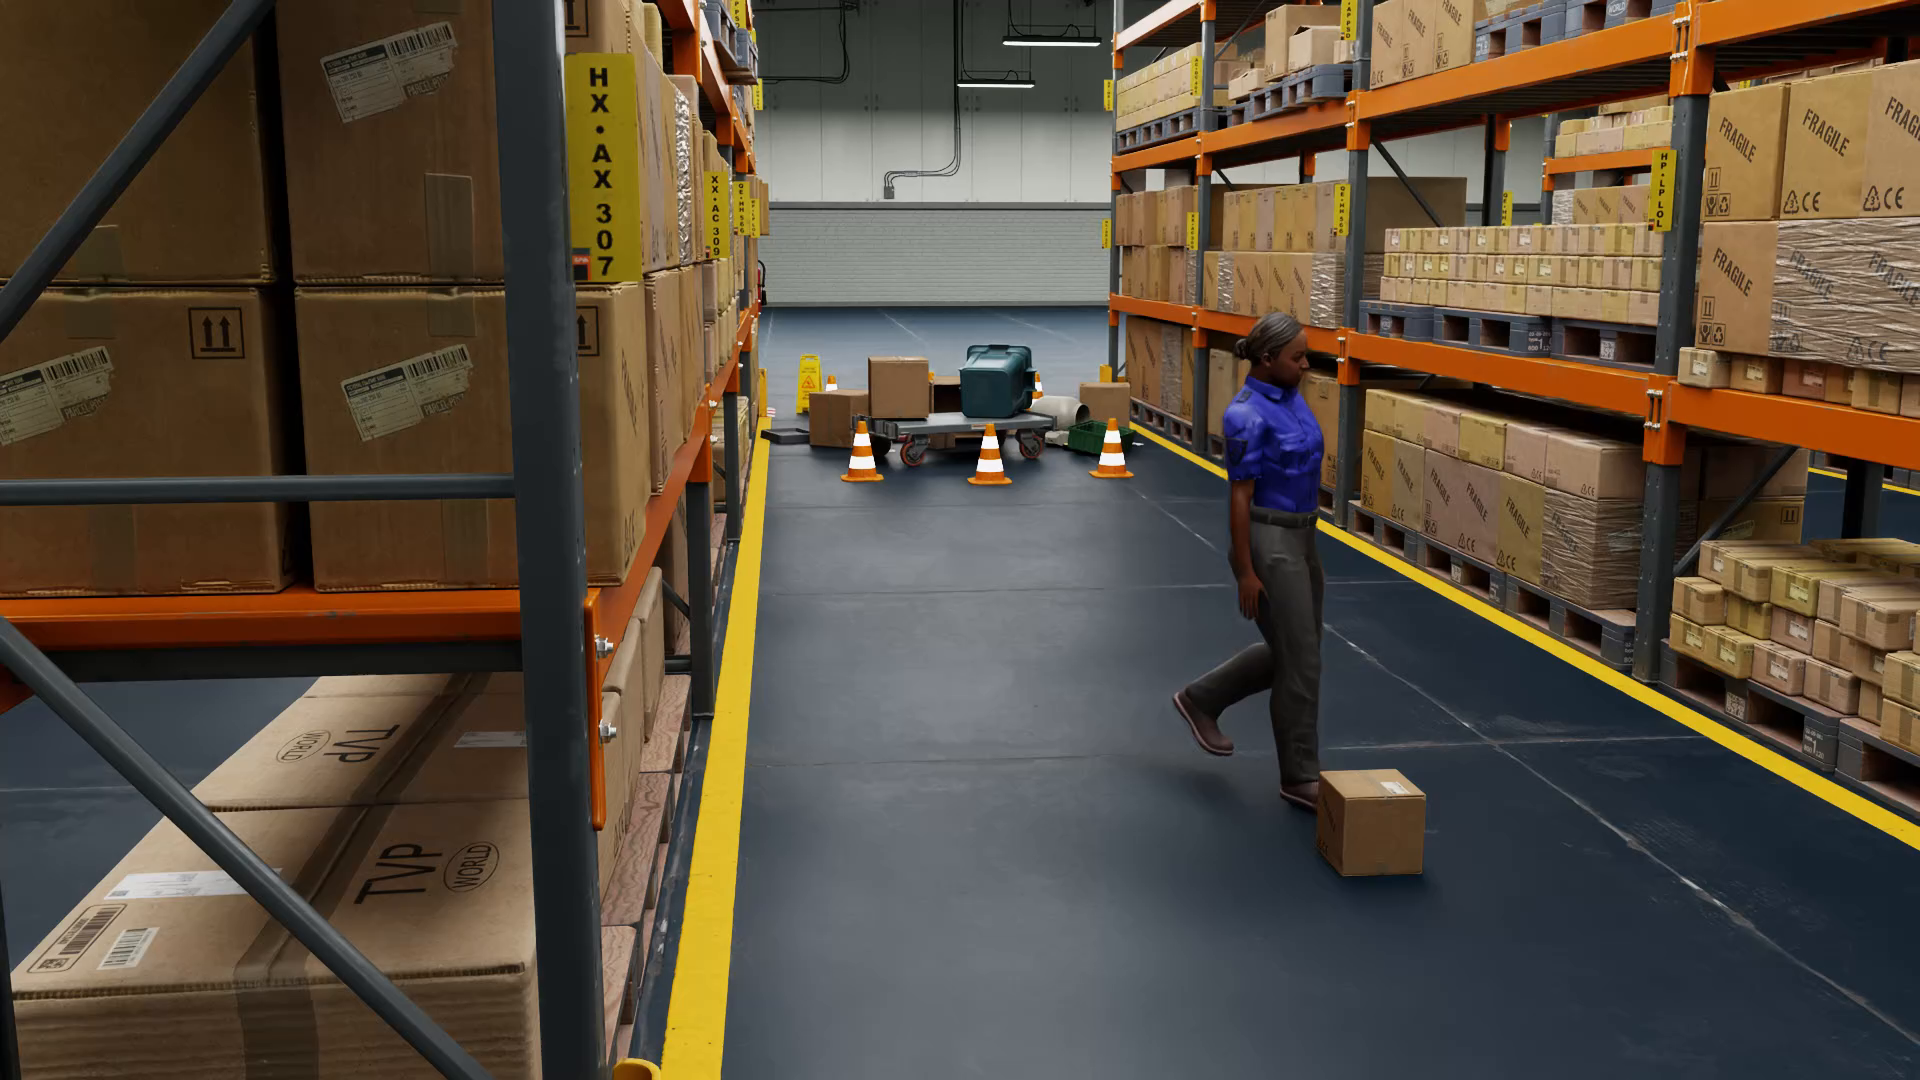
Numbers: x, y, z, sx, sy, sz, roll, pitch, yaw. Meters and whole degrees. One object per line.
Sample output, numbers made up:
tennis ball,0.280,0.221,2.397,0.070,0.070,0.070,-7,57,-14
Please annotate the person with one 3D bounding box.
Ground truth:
person,1.045,0.050,5.609,0.769,1.635,0.468,6,12,31
